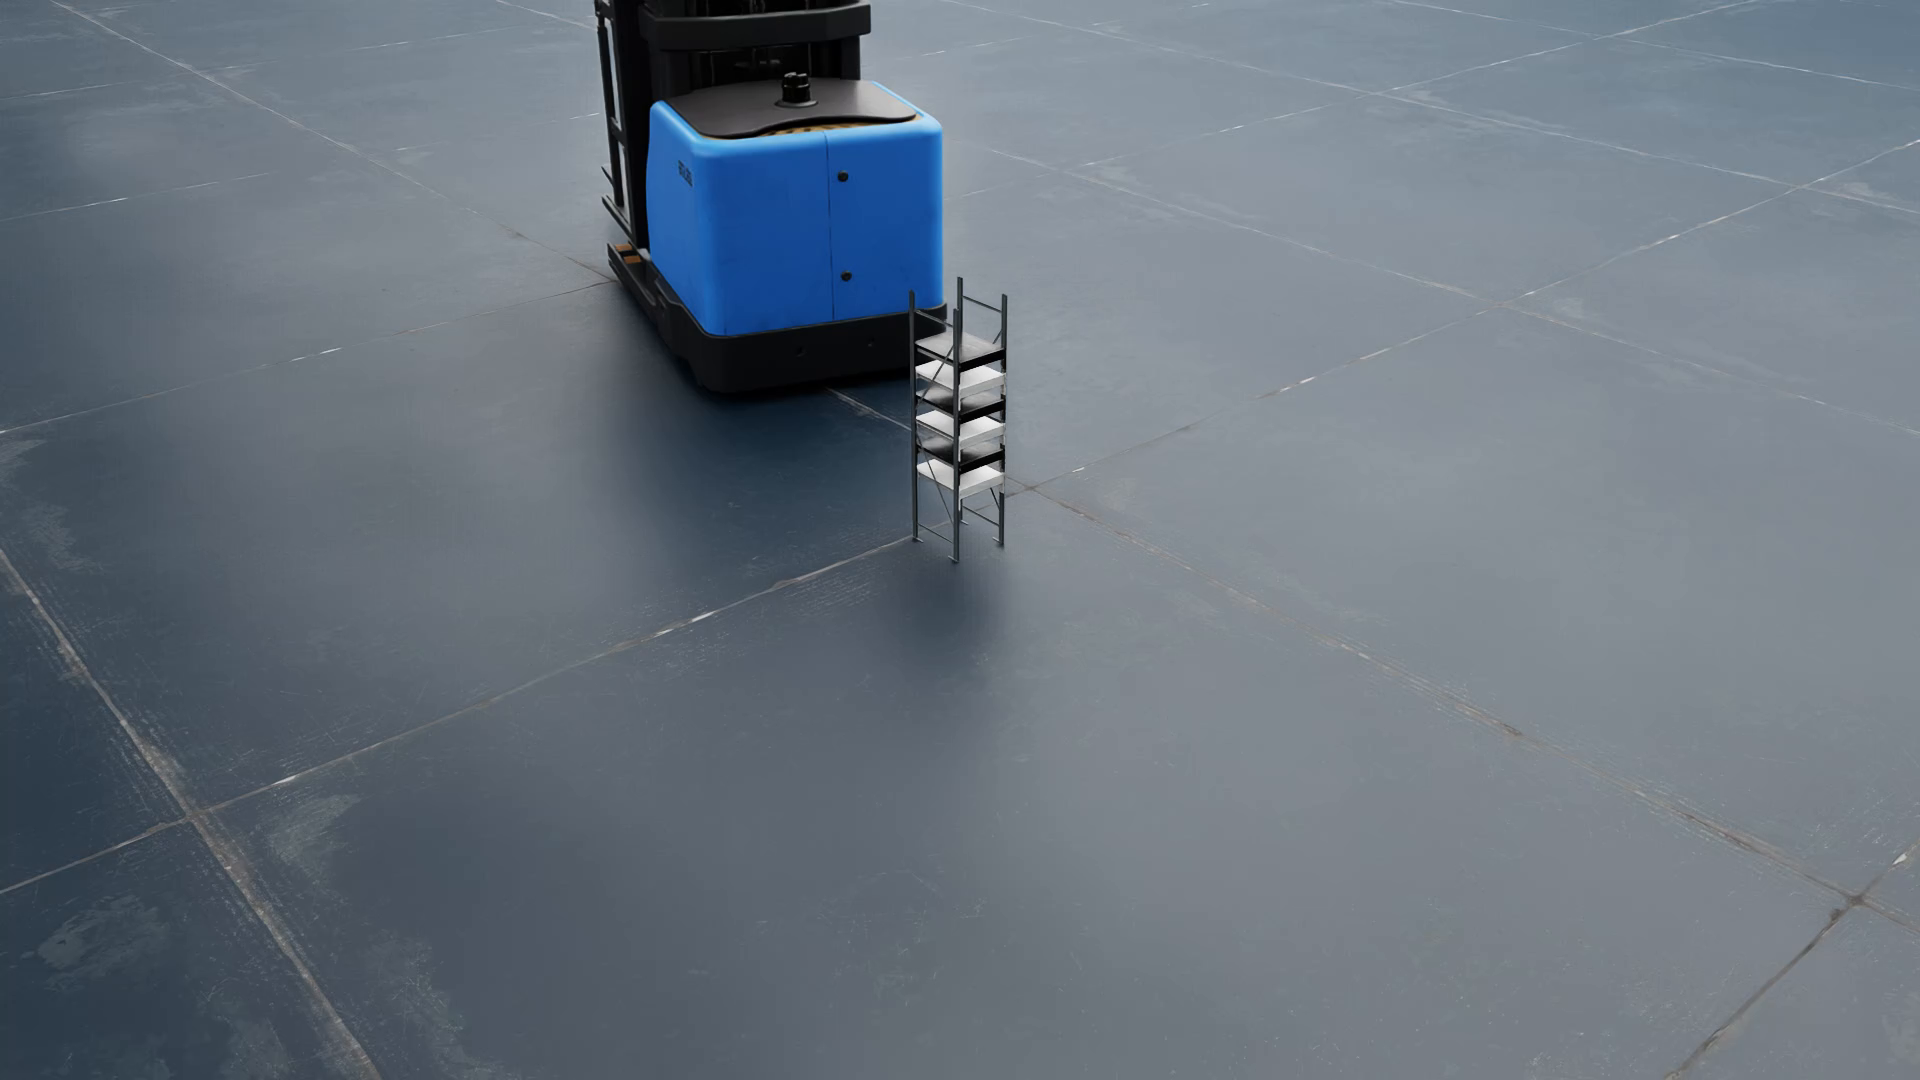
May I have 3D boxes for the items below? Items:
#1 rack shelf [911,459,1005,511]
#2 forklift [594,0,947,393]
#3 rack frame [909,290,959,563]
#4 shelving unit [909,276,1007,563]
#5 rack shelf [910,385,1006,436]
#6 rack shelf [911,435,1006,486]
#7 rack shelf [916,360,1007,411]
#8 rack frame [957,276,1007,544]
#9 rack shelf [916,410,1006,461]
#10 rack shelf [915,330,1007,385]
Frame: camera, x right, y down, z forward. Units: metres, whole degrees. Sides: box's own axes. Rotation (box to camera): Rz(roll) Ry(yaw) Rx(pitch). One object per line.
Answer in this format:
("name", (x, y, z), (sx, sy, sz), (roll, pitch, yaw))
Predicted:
("rack shelf", (-0.006, -0.206, 5.634), (0.200, 0.077, 0.258), (-22, 35, -35))
("forklift", (-1.079, -2.560, 7.430), (1.130, 2.935, 3.031), (-11, 30, -19))
("rack frame", (-0.084, -0.363, 5.475), (0.006, 0.900, 0.240), (-22, 35, -35))
("shelving unit", (-0.006, -0.394, 5.533), (0.210, 0.900, 0.258), (-22, 35, -35))
("rack shelf", (-0.006, -0.444, 5.507), (0.200, 0.077, 0.258), (-22, 35, -35))
("rack shelf", (-0.006, -0.286, 5.591), (0.200, 0.077, 0.258), (-22, 35, -35))
("rack shelf", (-0.006, -0.524, 5.464), (0.200, 0.077, 0.258), (-22, 35, -35))
("rack frame", (0.071, -0.426, 5.591), (0.006, 0.900, 0.240), (-22, 35, -35))
("rack shelf", (-0.006, -0.365, 5.549), (0.200, 0.077, 0.258), (-22, 35, -35))
("rack shelf", (-0.006, -0.603, 5.422), (0.200, 0.077, 0.258), (-22, 35, -35))
